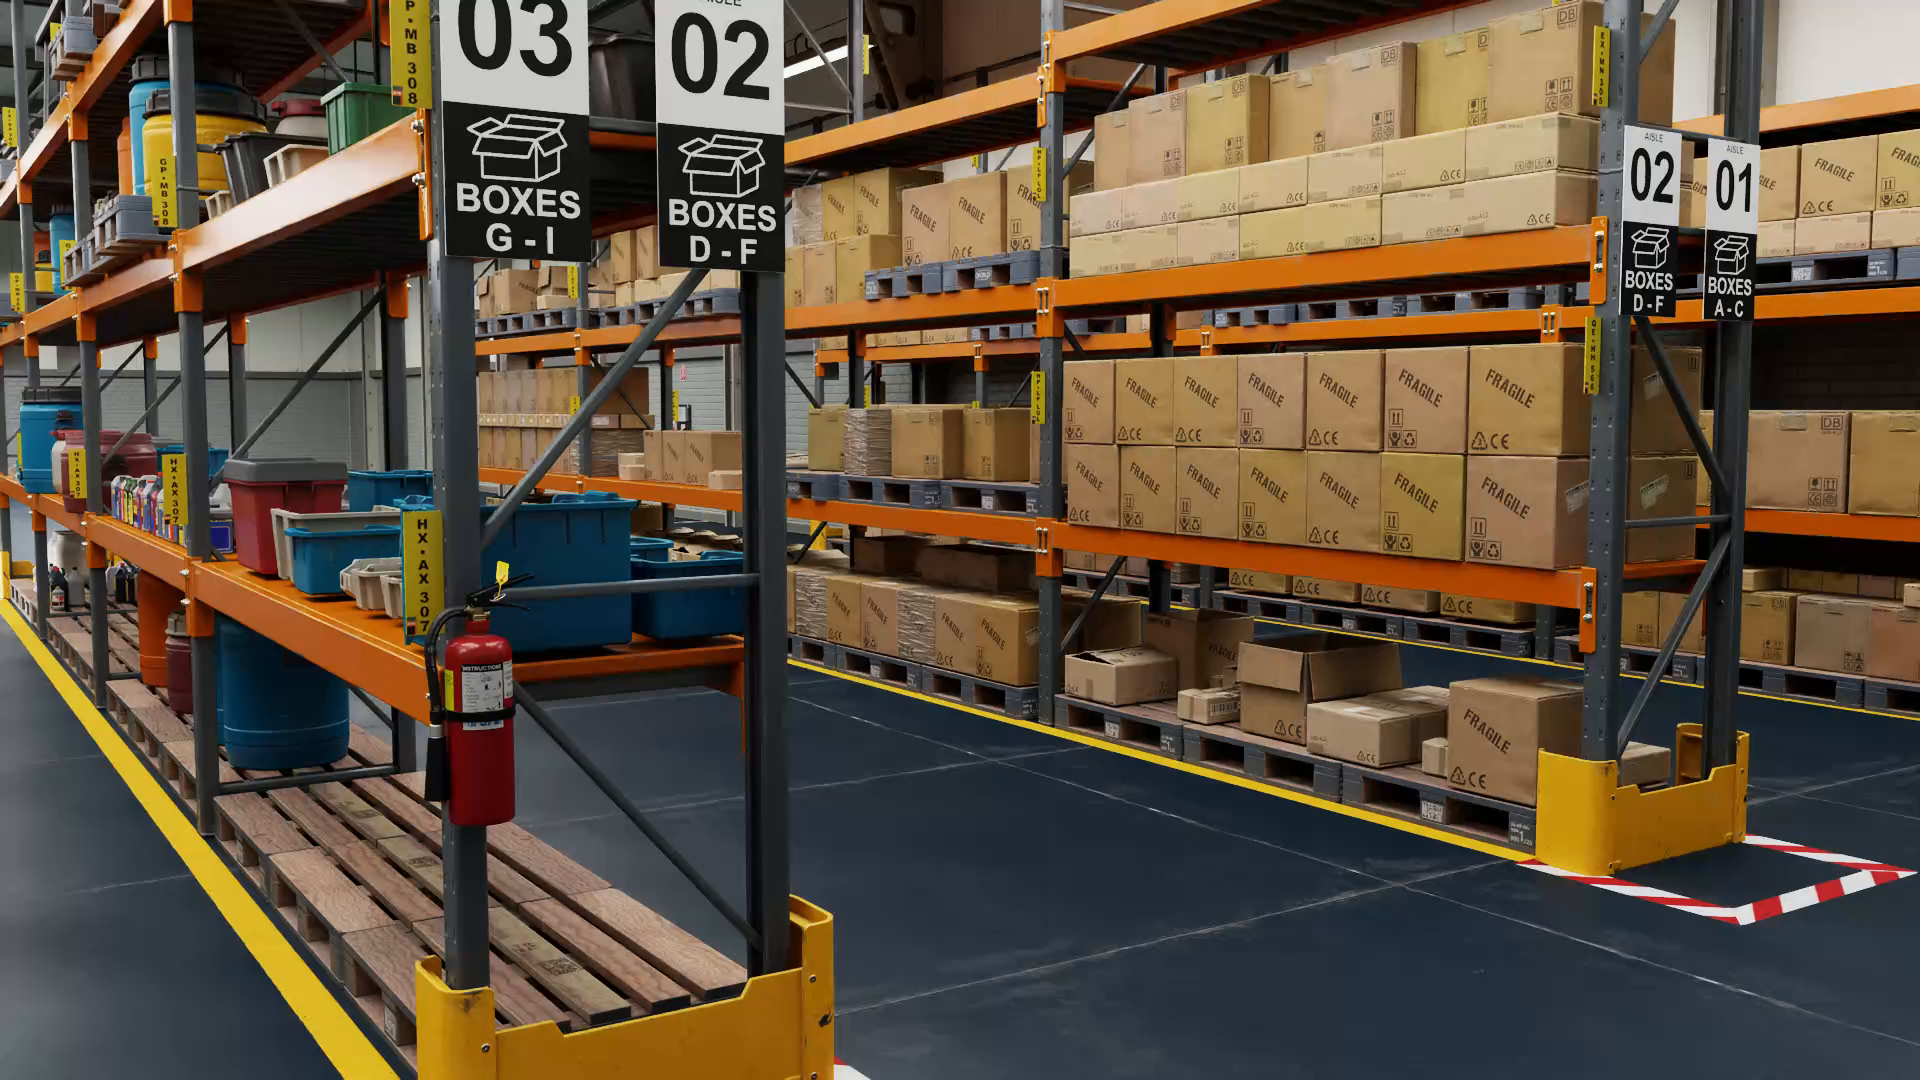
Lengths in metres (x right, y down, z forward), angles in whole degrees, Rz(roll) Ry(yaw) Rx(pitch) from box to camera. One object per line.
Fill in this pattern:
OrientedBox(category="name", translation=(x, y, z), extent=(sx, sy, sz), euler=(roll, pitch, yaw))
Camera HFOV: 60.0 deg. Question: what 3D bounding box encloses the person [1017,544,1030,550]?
OrientedBox(category="person", translation=(0.771, -0.272, 17.644), extent=(0.547, 1.782, 0.391), euler=(1, 5, 16))
